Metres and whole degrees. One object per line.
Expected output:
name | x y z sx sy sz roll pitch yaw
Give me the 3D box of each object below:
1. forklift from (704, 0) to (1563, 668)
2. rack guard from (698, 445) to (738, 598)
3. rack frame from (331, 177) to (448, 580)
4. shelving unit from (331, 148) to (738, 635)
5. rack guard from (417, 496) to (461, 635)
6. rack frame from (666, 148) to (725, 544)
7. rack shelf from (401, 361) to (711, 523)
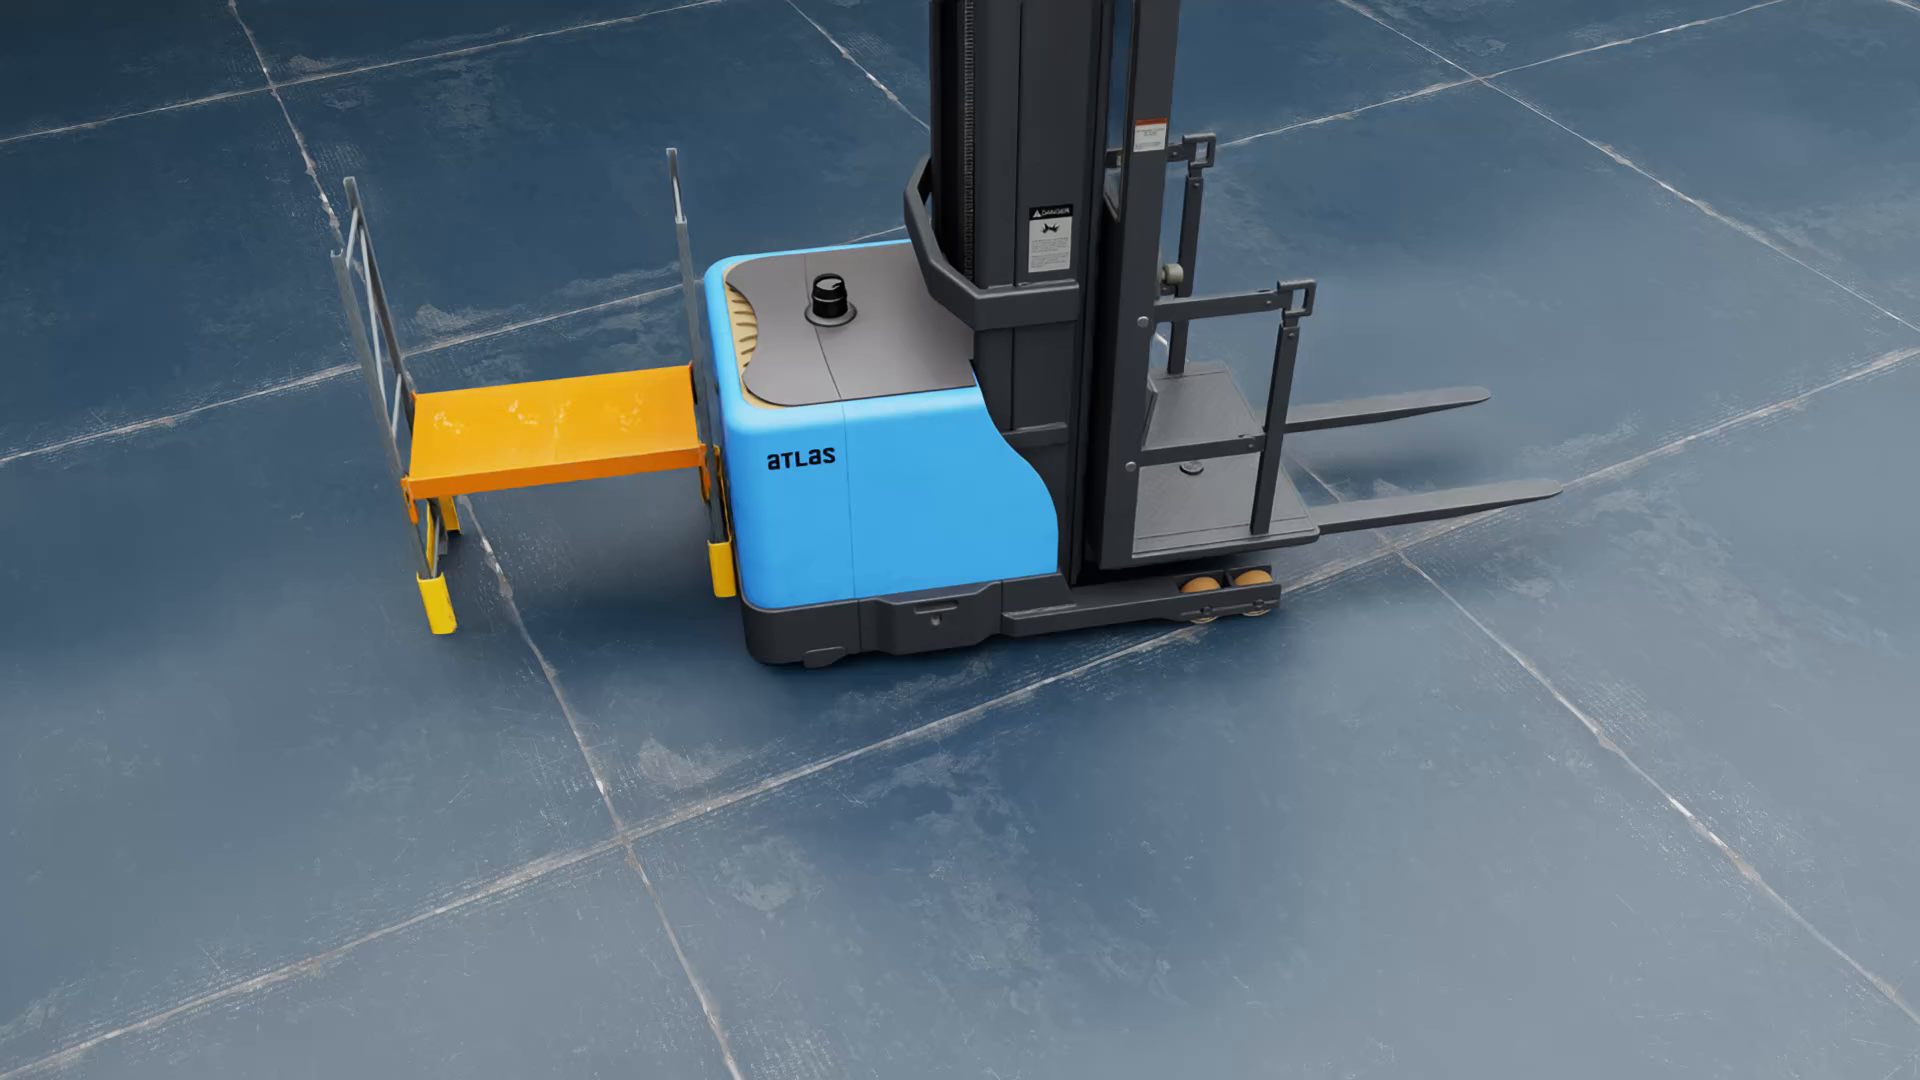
forklift | 0.674 -1.152 5.343 3.031 2.935 1.130 -7 41 -8
rack guard | -0.899 -0.075 6.145 0.087 0.250 0.587 -7 41 -8
rack frame | -1.895 -0.425 5.591 0.032 1.500 0.500 -7 41 -8
shelving unit | -1.387 -0.489 5.667 1.083 1.500 0.587 -7 41 -8
rack guard | -1.876 0.050 5.998 0.087 0.250 0.587 -7 41 -8
rack frame | -0.898 -0.552 5.741 0.032 1.500 0.500 -7 41 -8
rack shelf | -1.396 -0.351 5.782 1.000 0.185 0.538 -7 41 -8
